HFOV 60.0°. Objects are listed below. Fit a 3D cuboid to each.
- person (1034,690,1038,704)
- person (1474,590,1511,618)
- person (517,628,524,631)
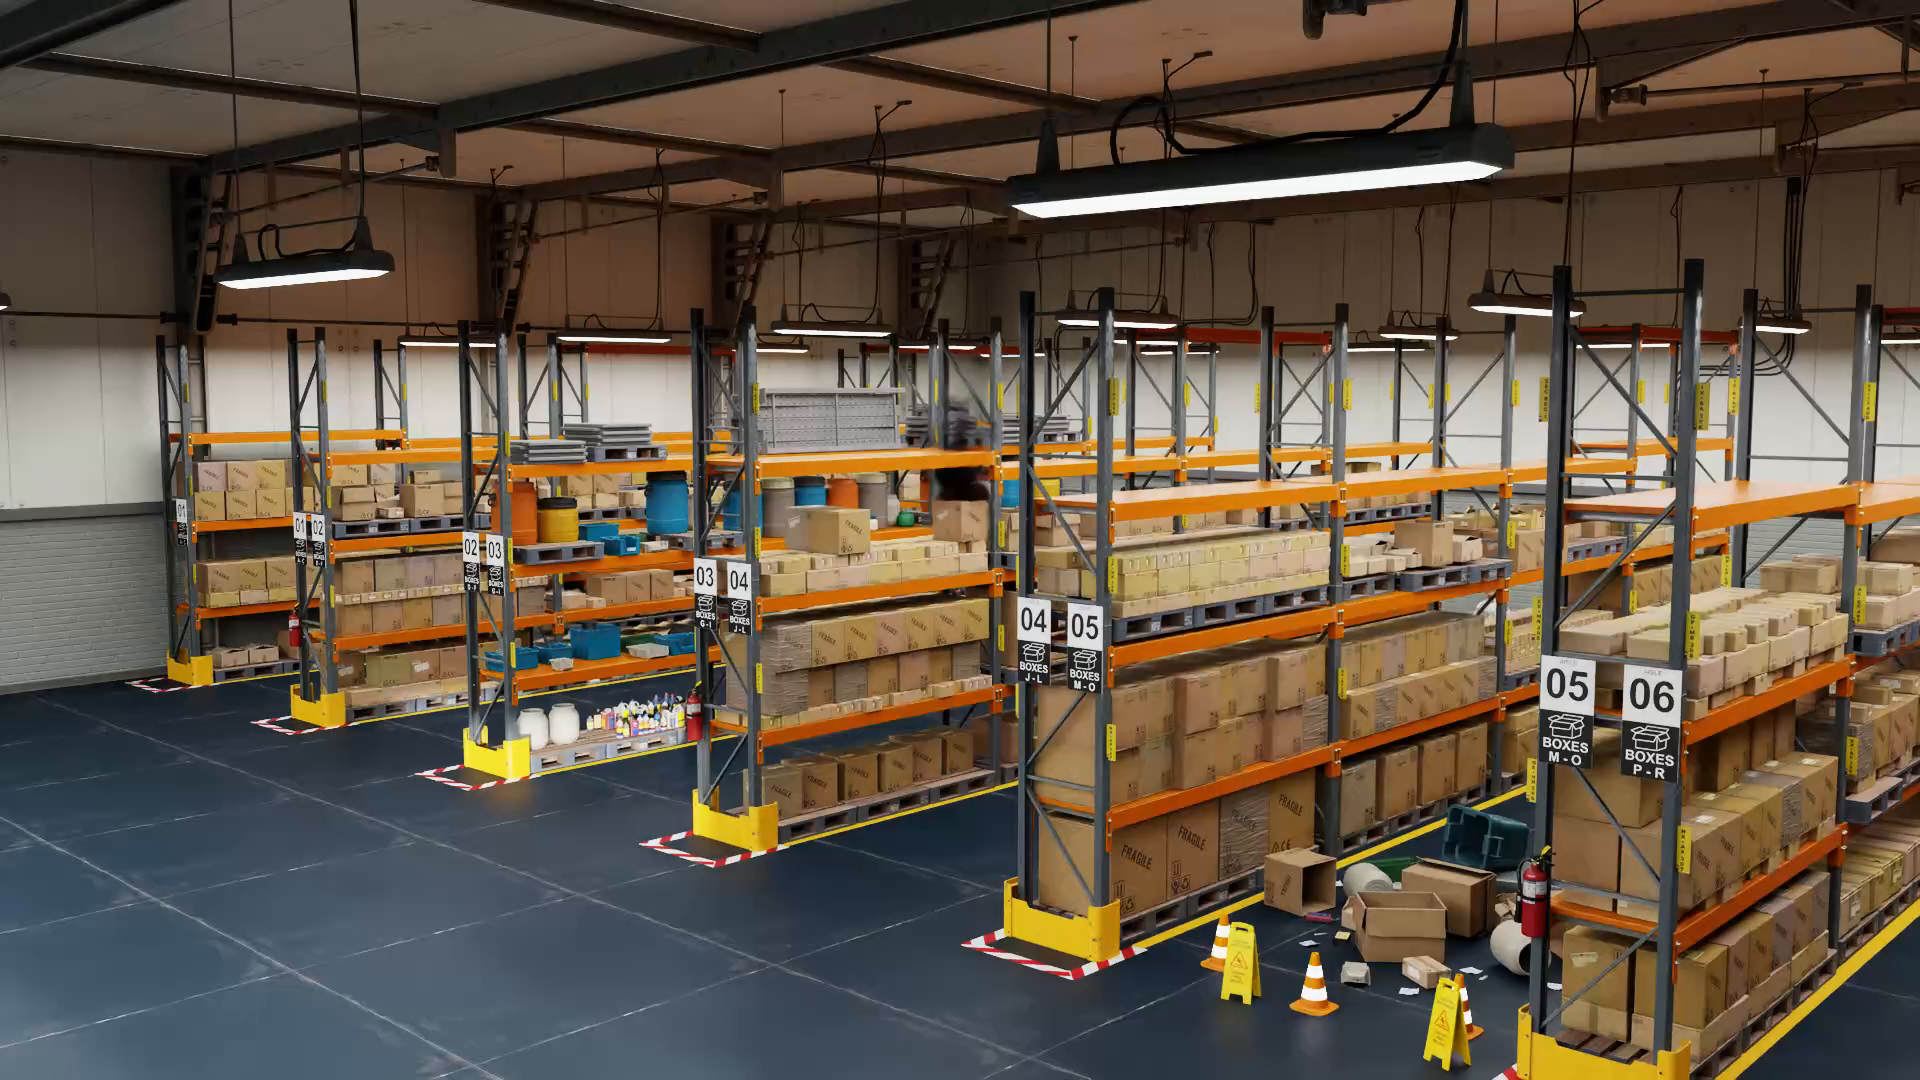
[{"bbox_3d":[1.296,1.914,24.976,0.662,1.768,0.989,4,7,35],"label":"person"},{"bbox_3d":[9.393,1.604,29.312,0.685,1.650,0.469,1,5,11],"label":"person"},{"bbox_3d":[-7.959,1.529,30.327,0.514,1.625,0.666,4,7,35],"label":"person"}]
